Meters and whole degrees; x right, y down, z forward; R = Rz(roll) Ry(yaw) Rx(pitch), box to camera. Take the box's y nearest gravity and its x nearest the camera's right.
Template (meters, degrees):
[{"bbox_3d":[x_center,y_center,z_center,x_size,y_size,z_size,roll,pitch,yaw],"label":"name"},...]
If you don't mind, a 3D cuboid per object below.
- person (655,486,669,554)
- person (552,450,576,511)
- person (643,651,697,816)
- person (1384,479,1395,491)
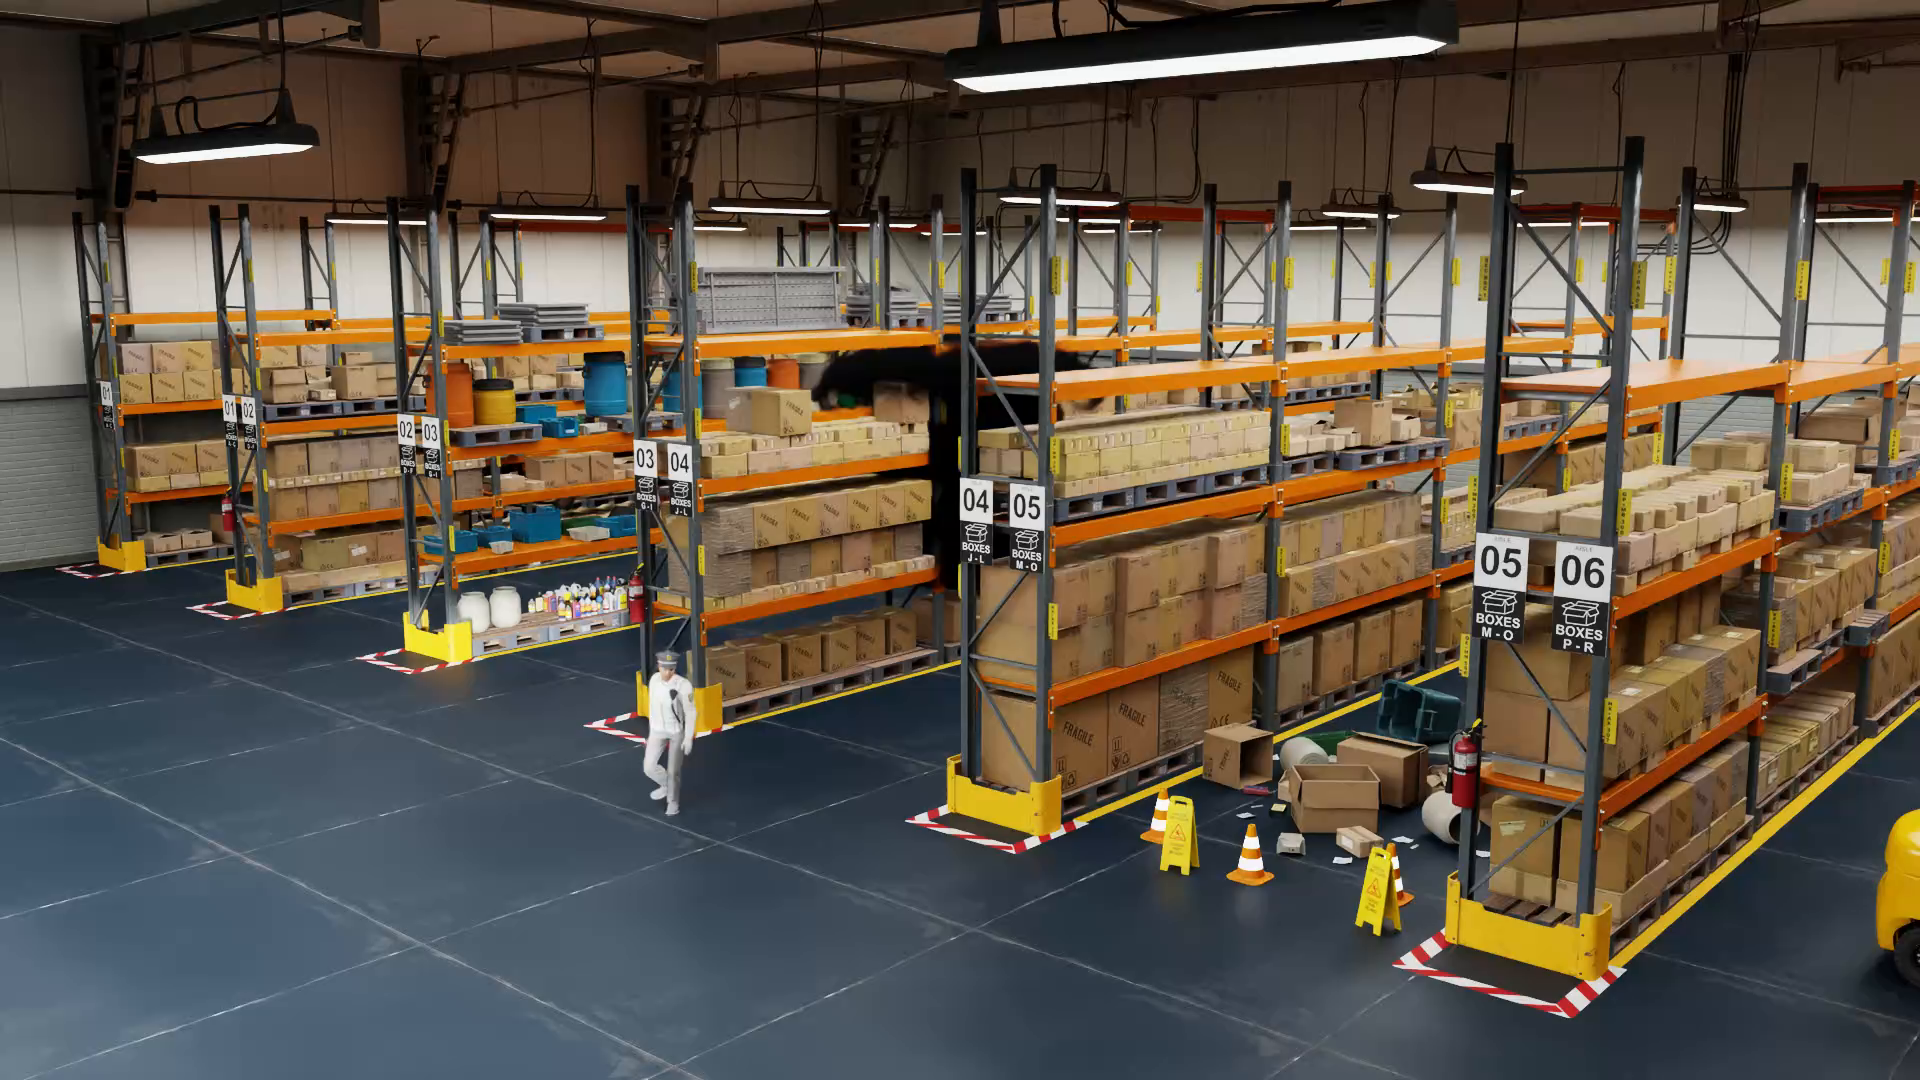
[{"bbox_3d":[-5.085,-0.448,28.660,0.735,1.595,1.036,4,10,22],"label":"person"},{"bbox_3d":[-7.355,-0.849,31.241,0.728,1.734,0.721,5,11,29],"label":"person"},{"bbox_3d":[-2.724,1.800,15.624,0.632,1.625,0.551,3,10,17],"label":"person"},{"bbox_3d":[7.084,-0.185,27.404,0.663,1.678,0.772,5,11,29],"label":"person"}]
